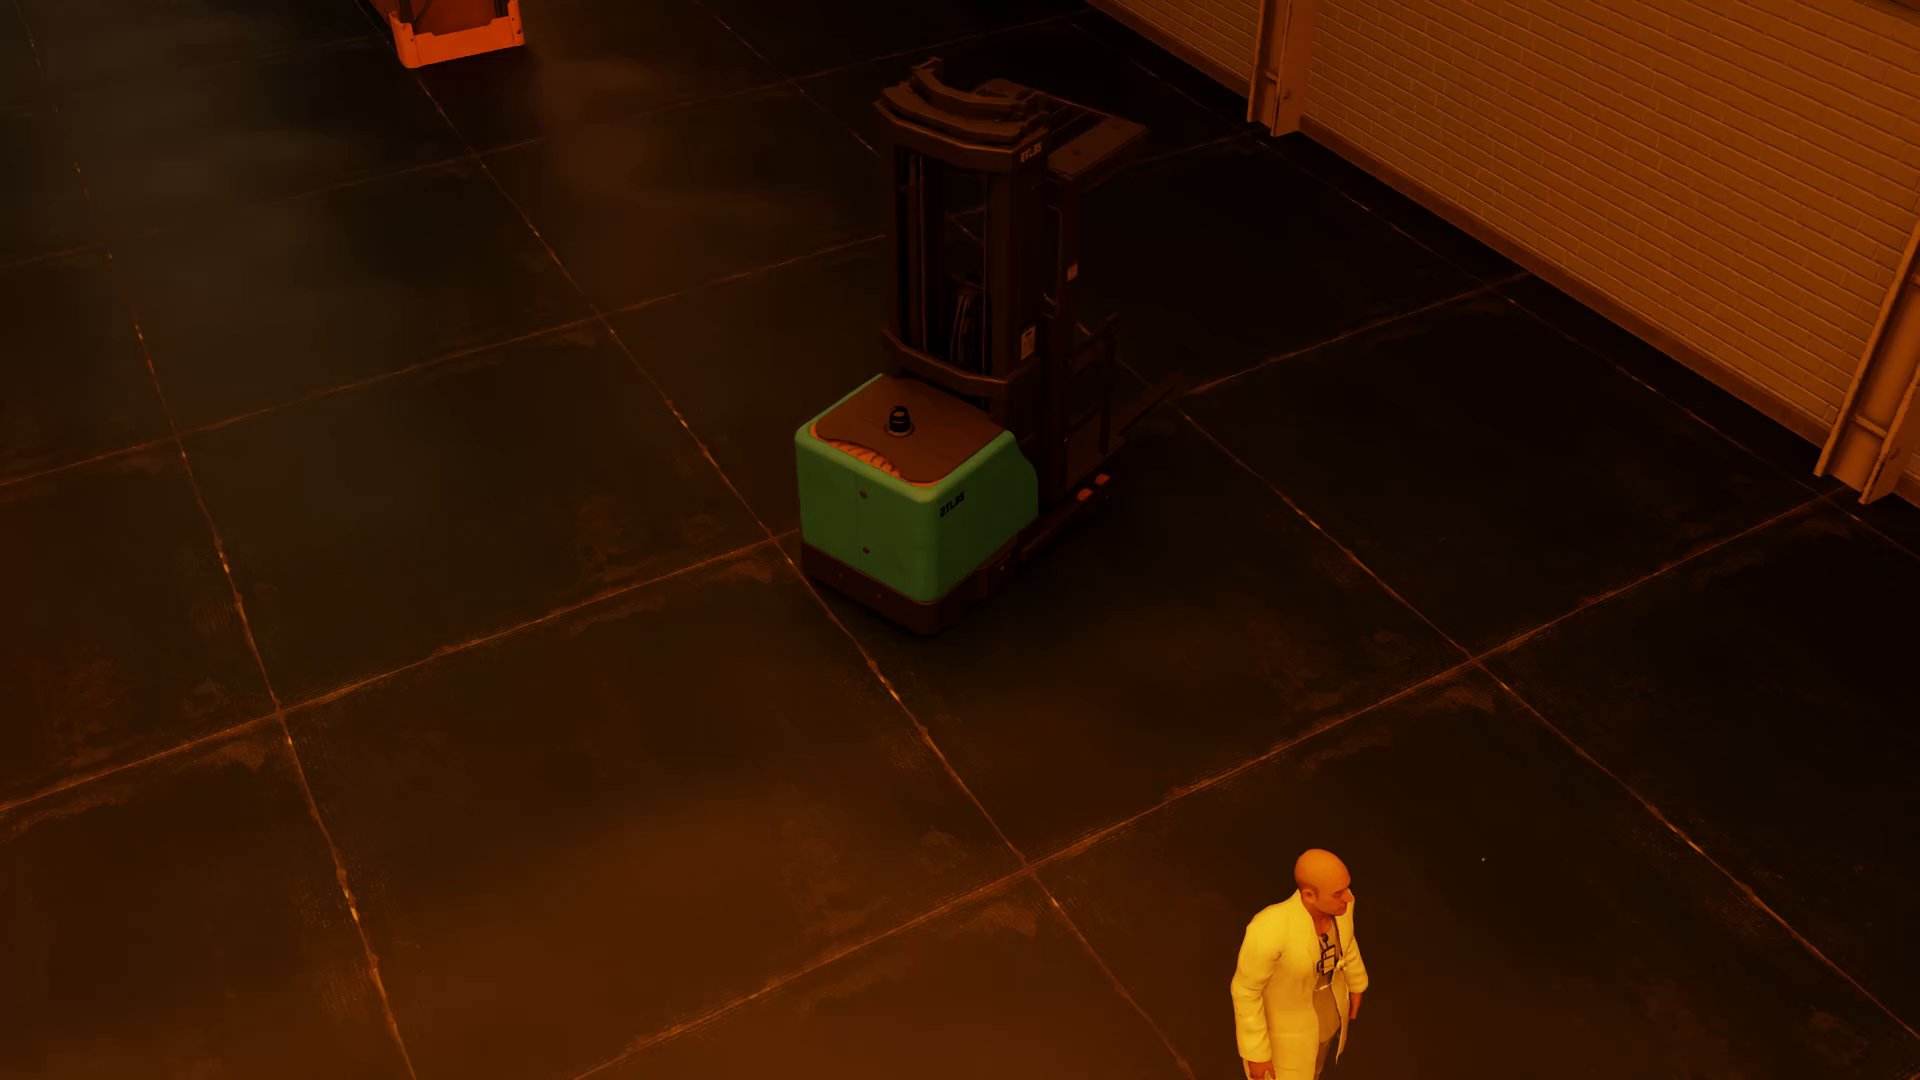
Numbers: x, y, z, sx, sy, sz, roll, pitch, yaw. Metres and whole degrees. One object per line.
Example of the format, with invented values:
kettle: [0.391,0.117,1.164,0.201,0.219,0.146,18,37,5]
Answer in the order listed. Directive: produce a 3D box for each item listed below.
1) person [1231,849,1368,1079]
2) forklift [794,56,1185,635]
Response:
person: [1.410,1.951,6.576,0.696,1.775,0.581,-27,47,-29]
forklift: [0.347,-1.466,9.803,1.130,2.935,3.031,27,46,28]
